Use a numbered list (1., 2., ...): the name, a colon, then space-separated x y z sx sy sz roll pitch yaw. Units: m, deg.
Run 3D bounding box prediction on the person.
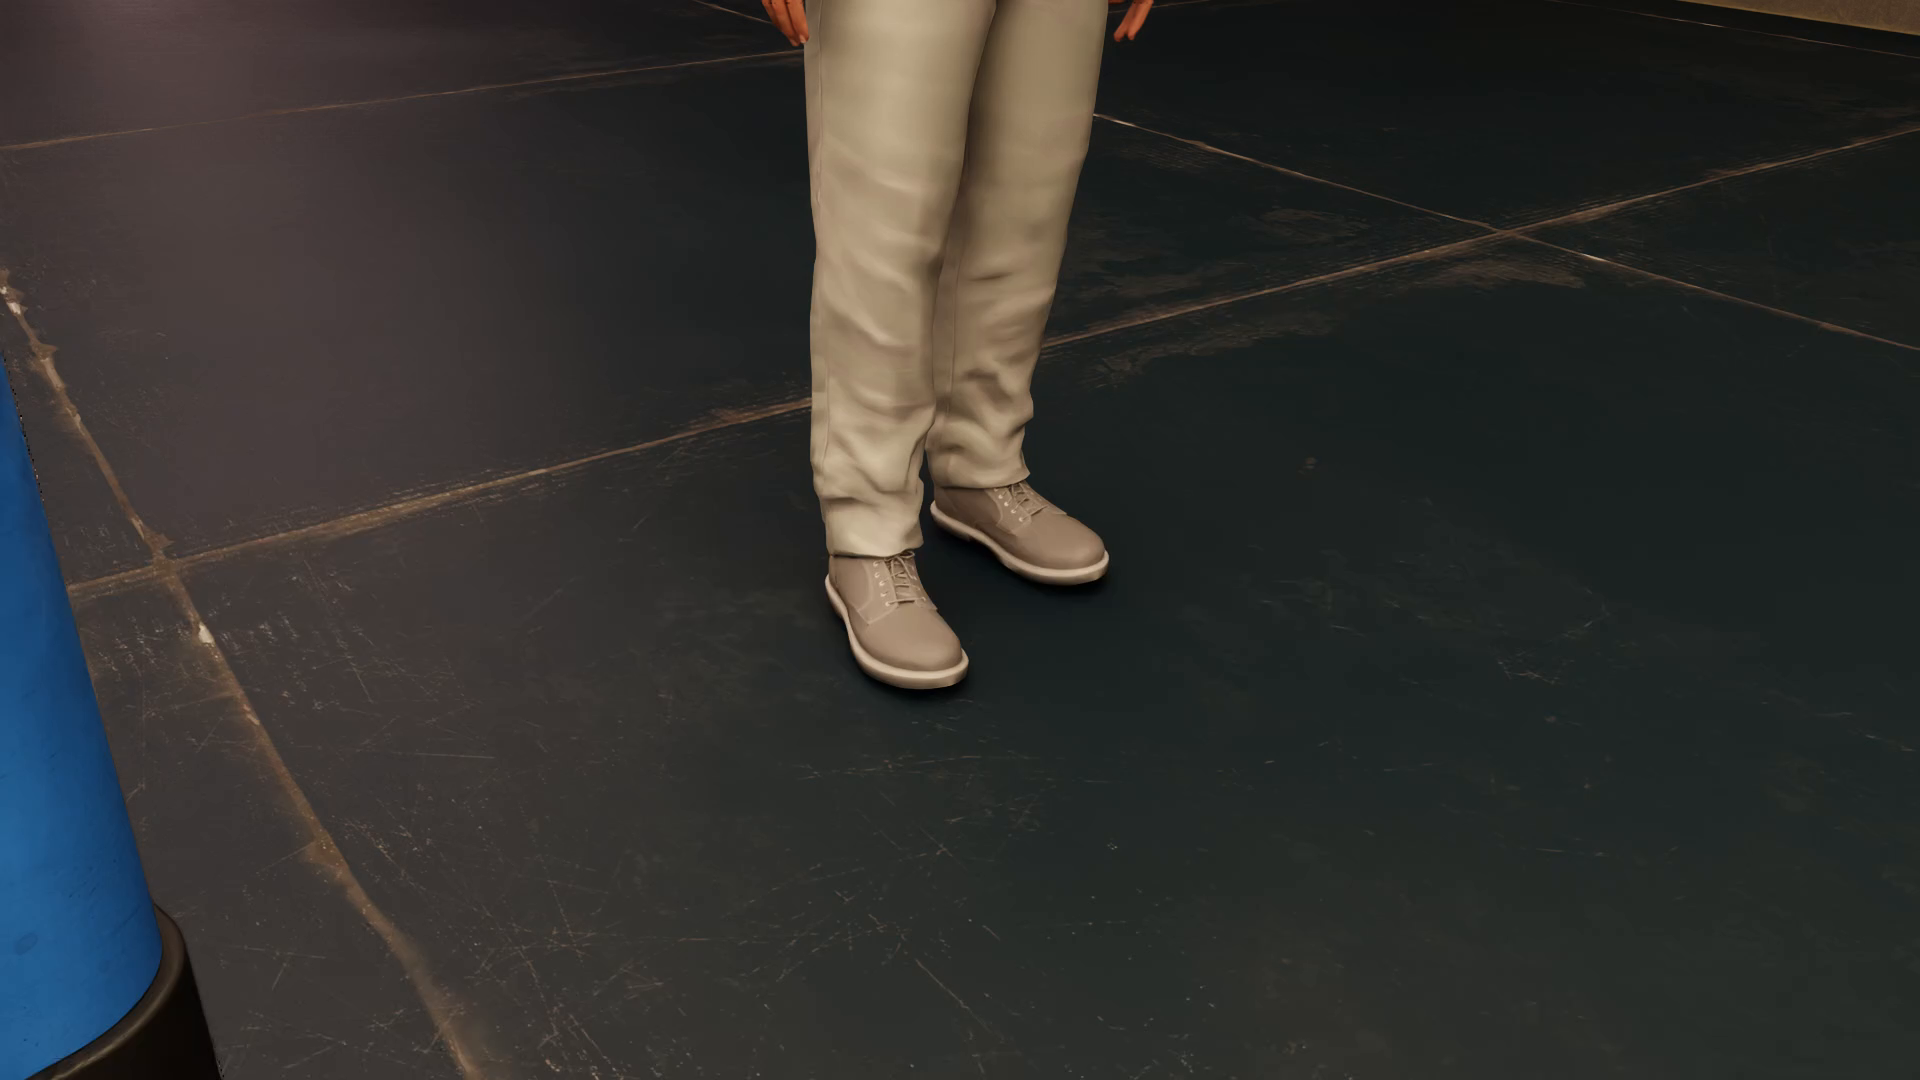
1. person: 0.034 -0.771 2.034 0.640 1.781 0.575 -17 31 -31
